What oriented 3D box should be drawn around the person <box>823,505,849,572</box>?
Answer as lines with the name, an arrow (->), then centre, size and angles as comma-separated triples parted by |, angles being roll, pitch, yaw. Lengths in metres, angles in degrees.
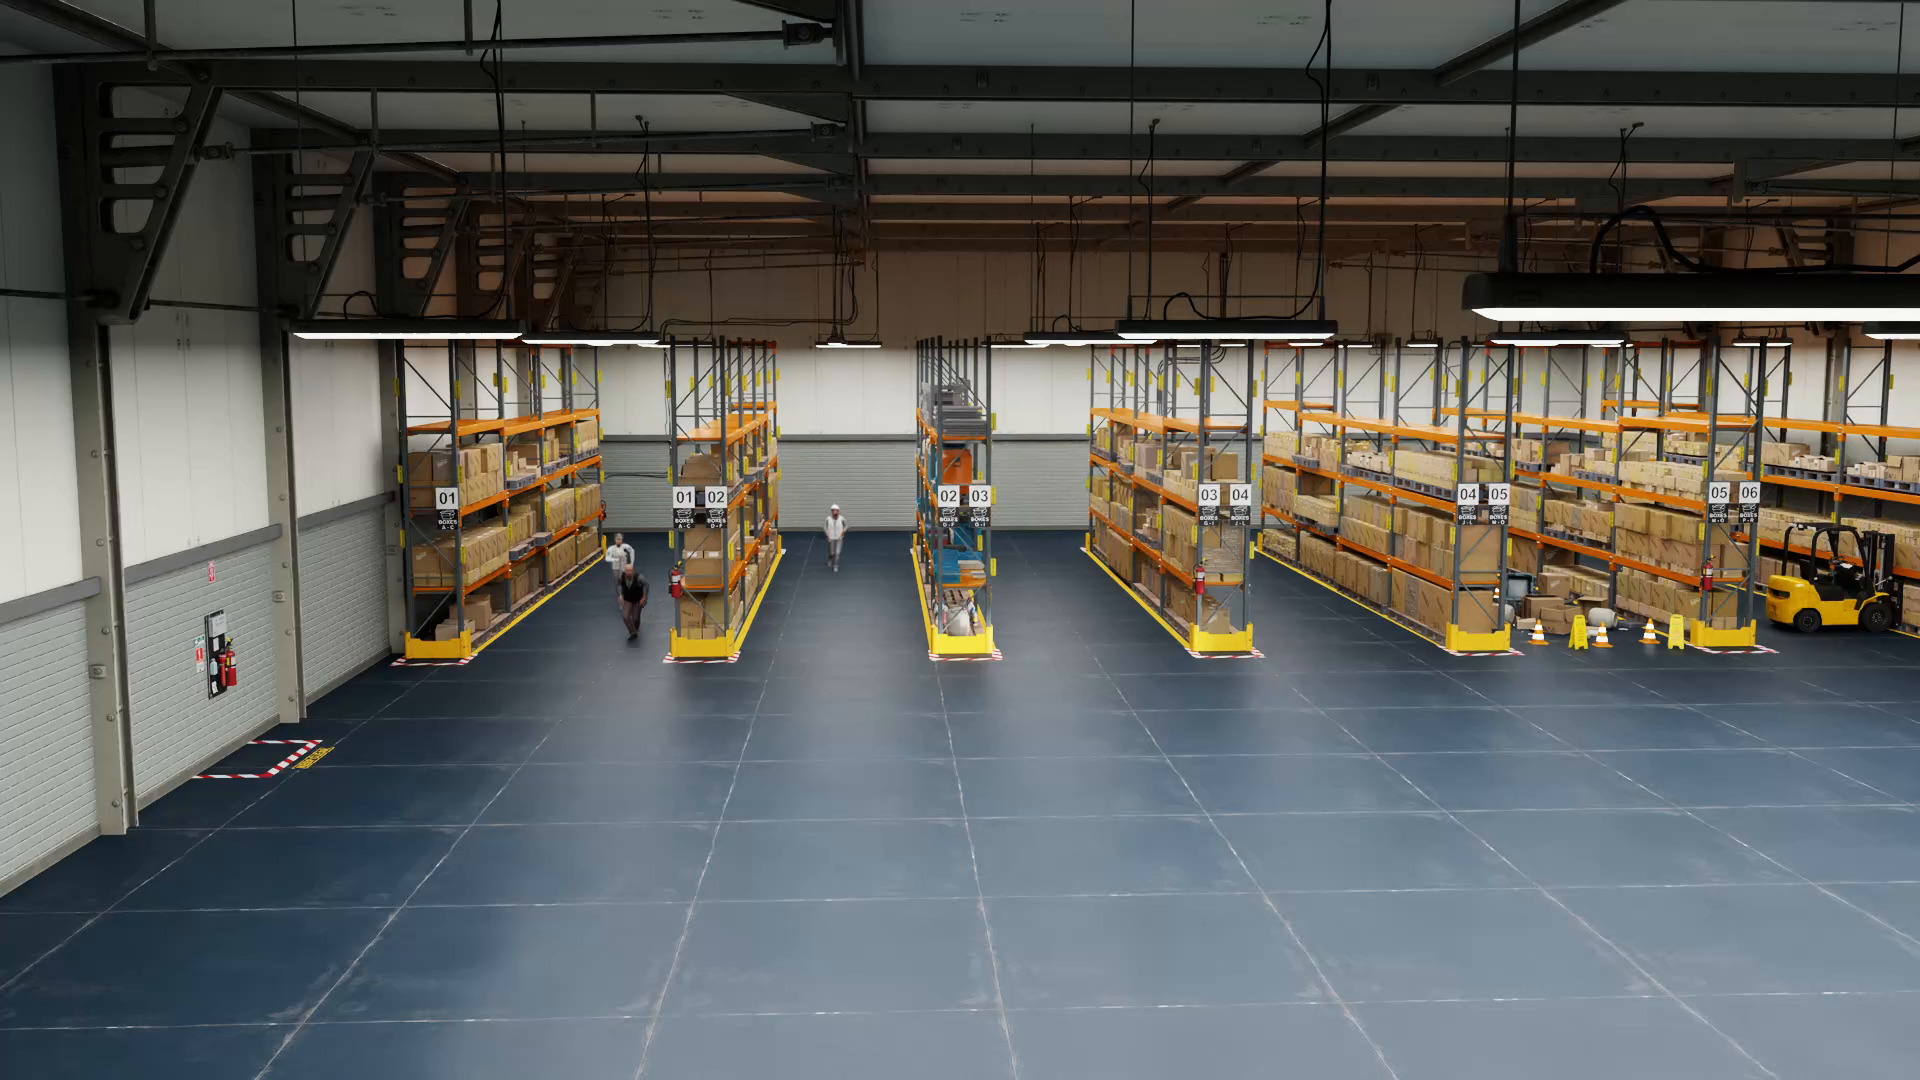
person -> -3.225, -0.044, 43.272 | 0.656, 1.745, 0.625 | 0, 7, -4

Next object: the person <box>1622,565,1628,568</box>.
person -> 16.490, 0.223, 40.774 | 0.708, 1.794, 0.877 | 0, 6, -3

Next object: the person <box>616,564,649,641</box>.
person -> -6.494, 1.206, 33.158 | 0.666, 1.563, 0.997 | 0, 6, 1

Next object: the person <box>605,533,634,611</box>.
person -> -7.579, 0.688, 37.071 | 0.637, 1.727, 0.828 | -2, 7, -14
